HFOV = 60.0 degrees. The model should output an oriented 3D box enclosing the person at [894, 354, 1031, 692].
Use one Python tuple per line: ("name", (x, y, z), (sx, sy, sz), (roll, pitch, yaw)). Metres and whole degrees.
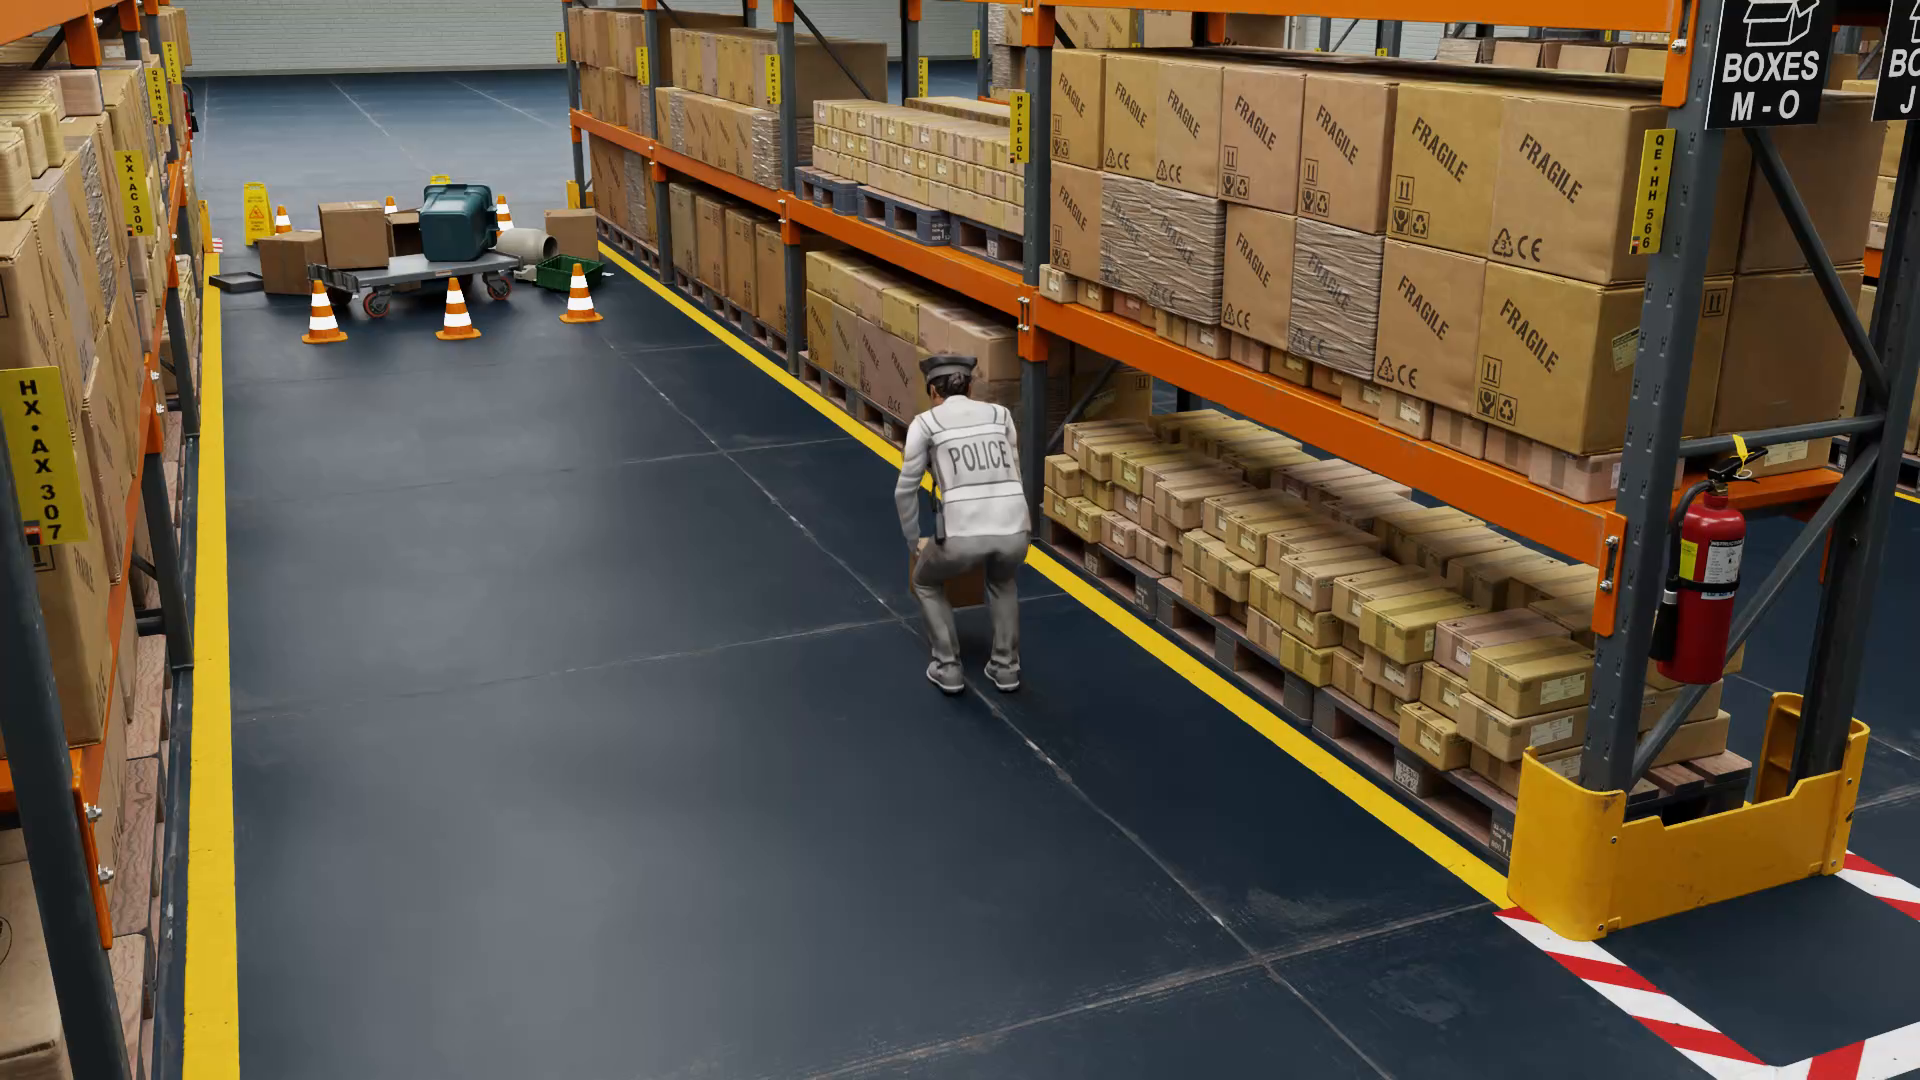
("person", (0.011, -0.058, 6.728), (0.535, 1.349, 0.722), (-5, 19, -13))
